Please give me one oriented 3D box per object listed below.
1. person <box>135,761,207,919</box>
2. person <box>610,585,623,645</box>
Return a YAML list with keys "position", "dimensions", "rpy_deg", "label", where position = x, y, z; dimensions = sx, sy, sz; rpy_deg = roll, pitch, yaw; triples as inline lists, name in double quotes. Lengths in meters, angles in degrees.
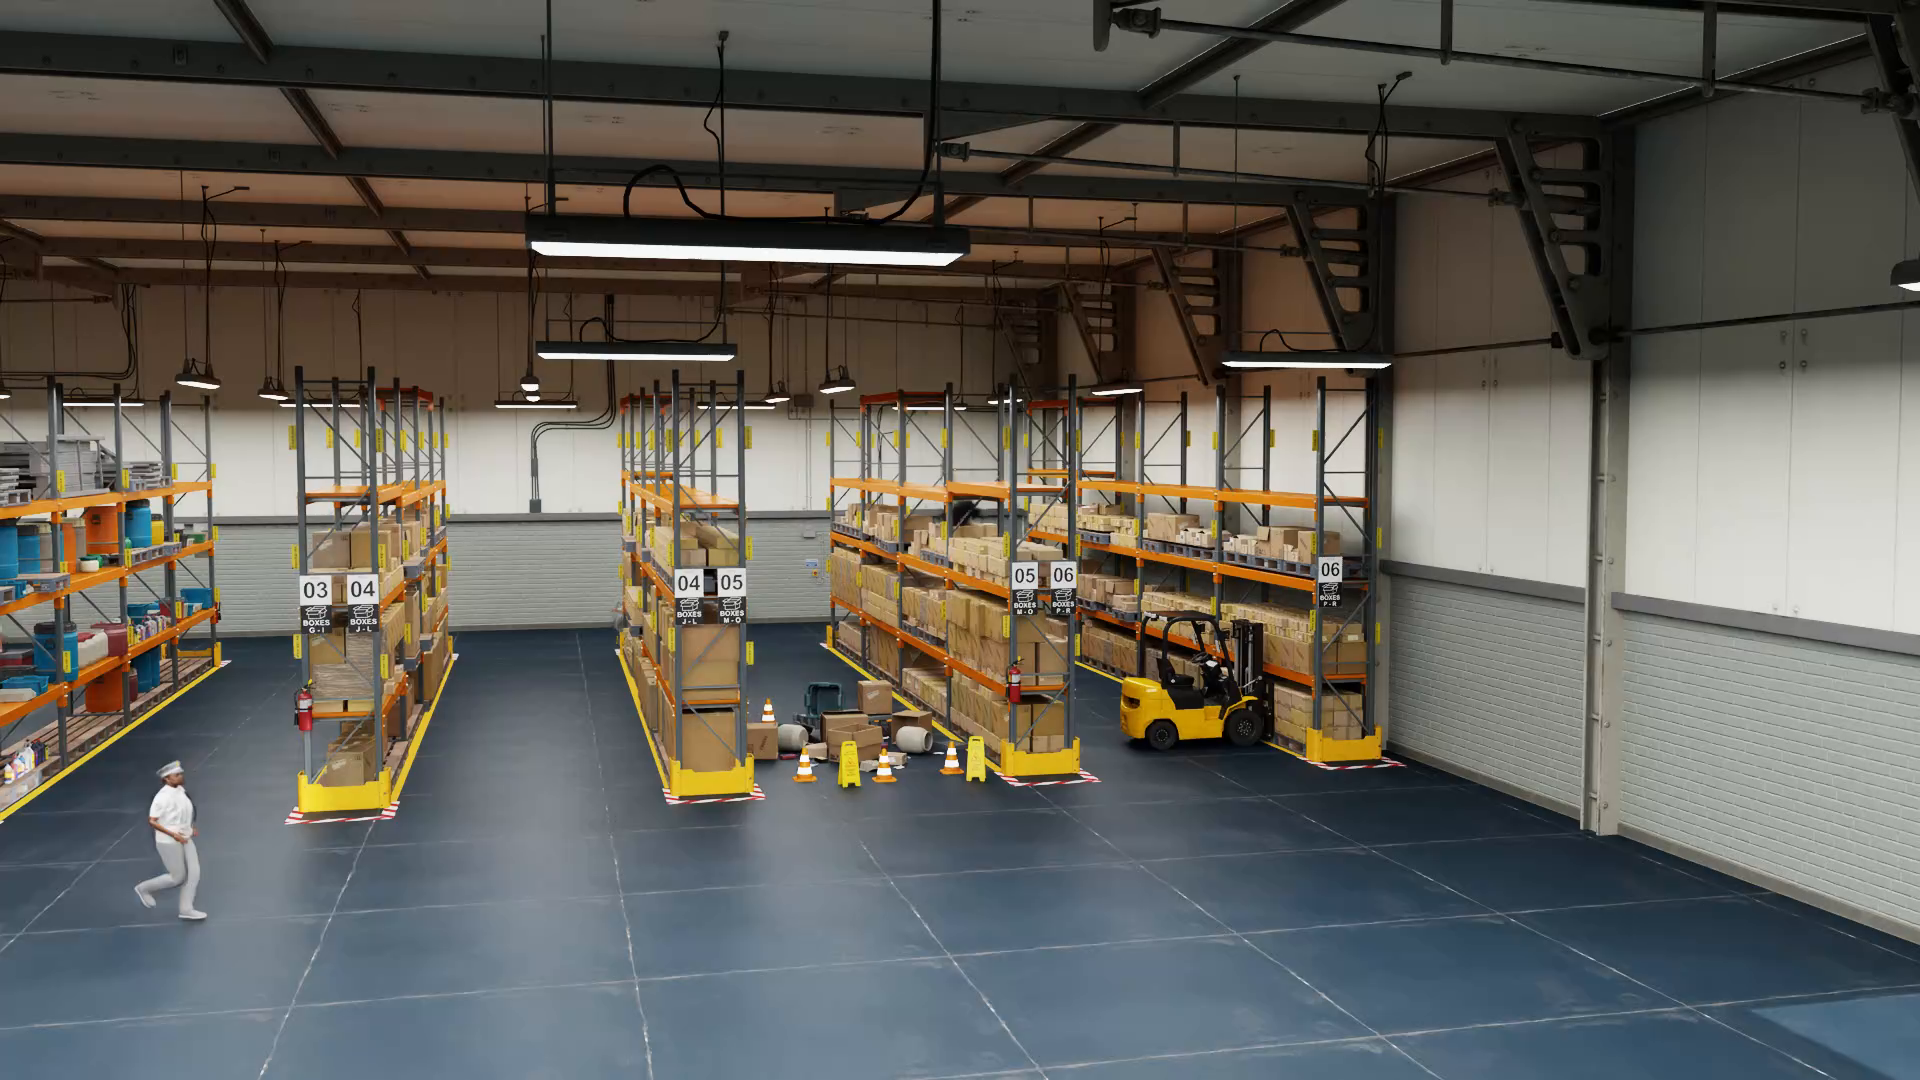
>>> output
- position: [-8.237, 3.131, 17.377]
  dimensions: [0.727, 1.657, 0.593]
  rpy_deg: [0, 3, 4]
  label: "person"
- position: [-8.266, 1.825, 40.371]
  dimensions: [0.487, 1.522, 0.645]
  rpy_deg: [0, 3, -2]
  label: "person"
